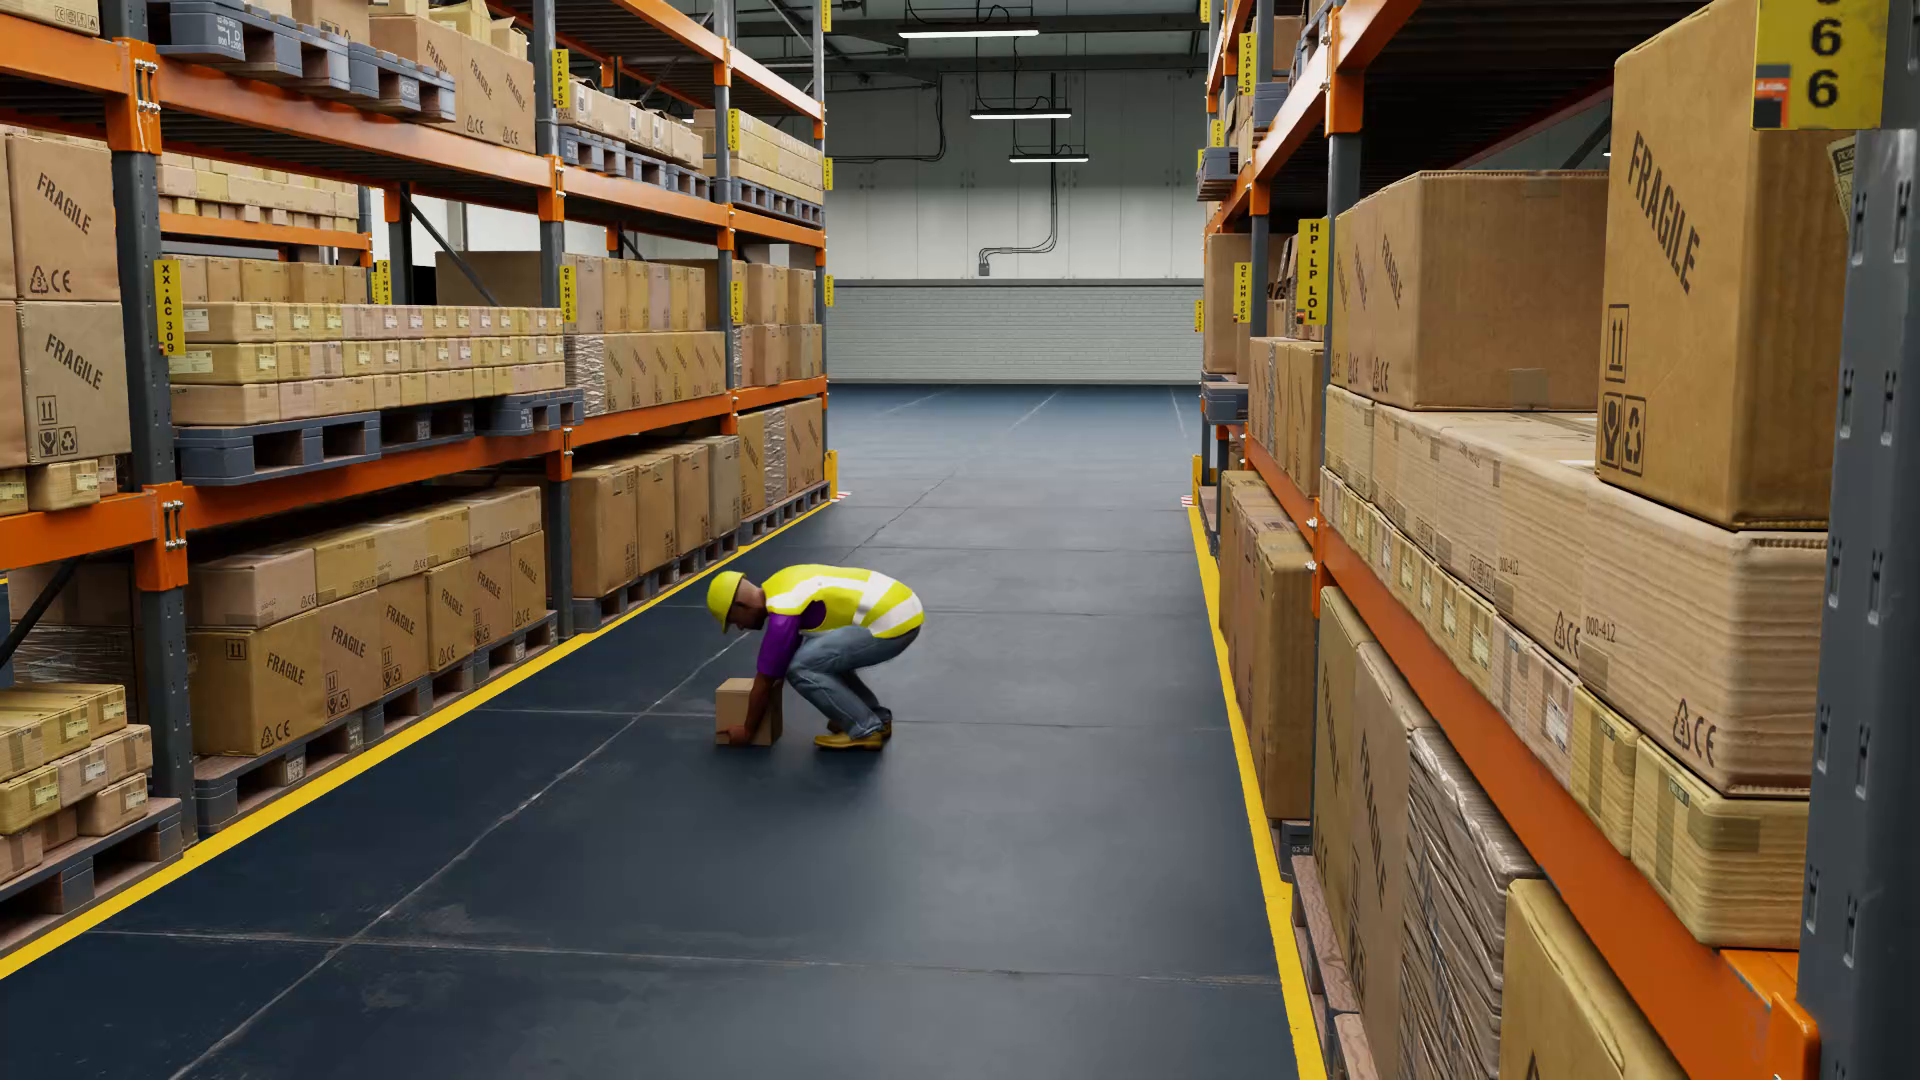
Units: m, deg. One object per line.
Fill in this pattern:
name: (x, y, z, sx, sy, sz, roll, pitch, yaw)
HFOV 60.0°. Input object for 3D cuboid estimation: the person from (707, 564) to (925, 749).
person: (-0.650, 0.524, 7.487, 0.974, 0.821, 0.522, 1, 8, 5)
